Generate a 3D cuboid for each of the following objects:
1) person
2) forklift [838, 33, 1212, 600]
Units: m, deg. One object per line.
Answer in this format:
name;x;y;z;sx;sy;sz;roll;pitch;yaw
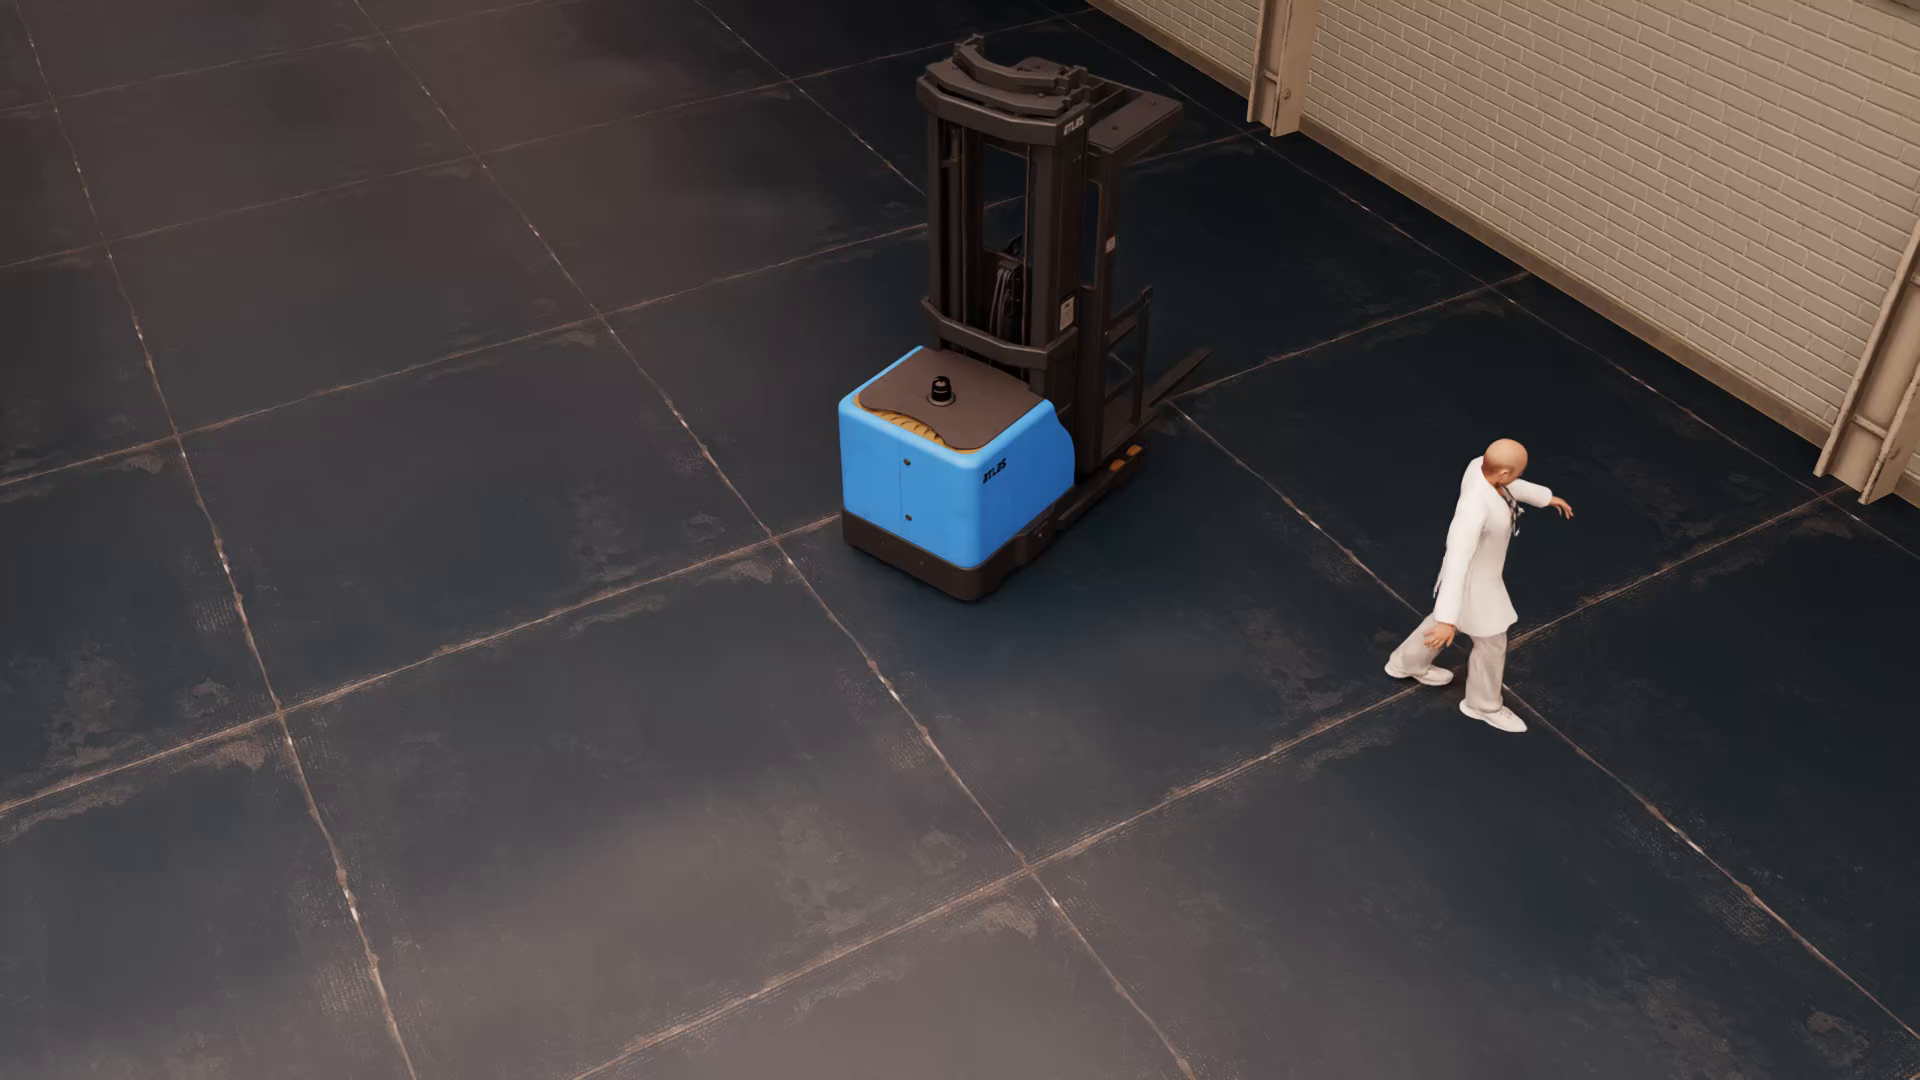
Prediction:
person;2.747;0.235;8.700;0.797;1.765;1.019;11;41;13
forklift;0.574;-1.659;10.036;1.130;2.935;3.031;26;46;28
